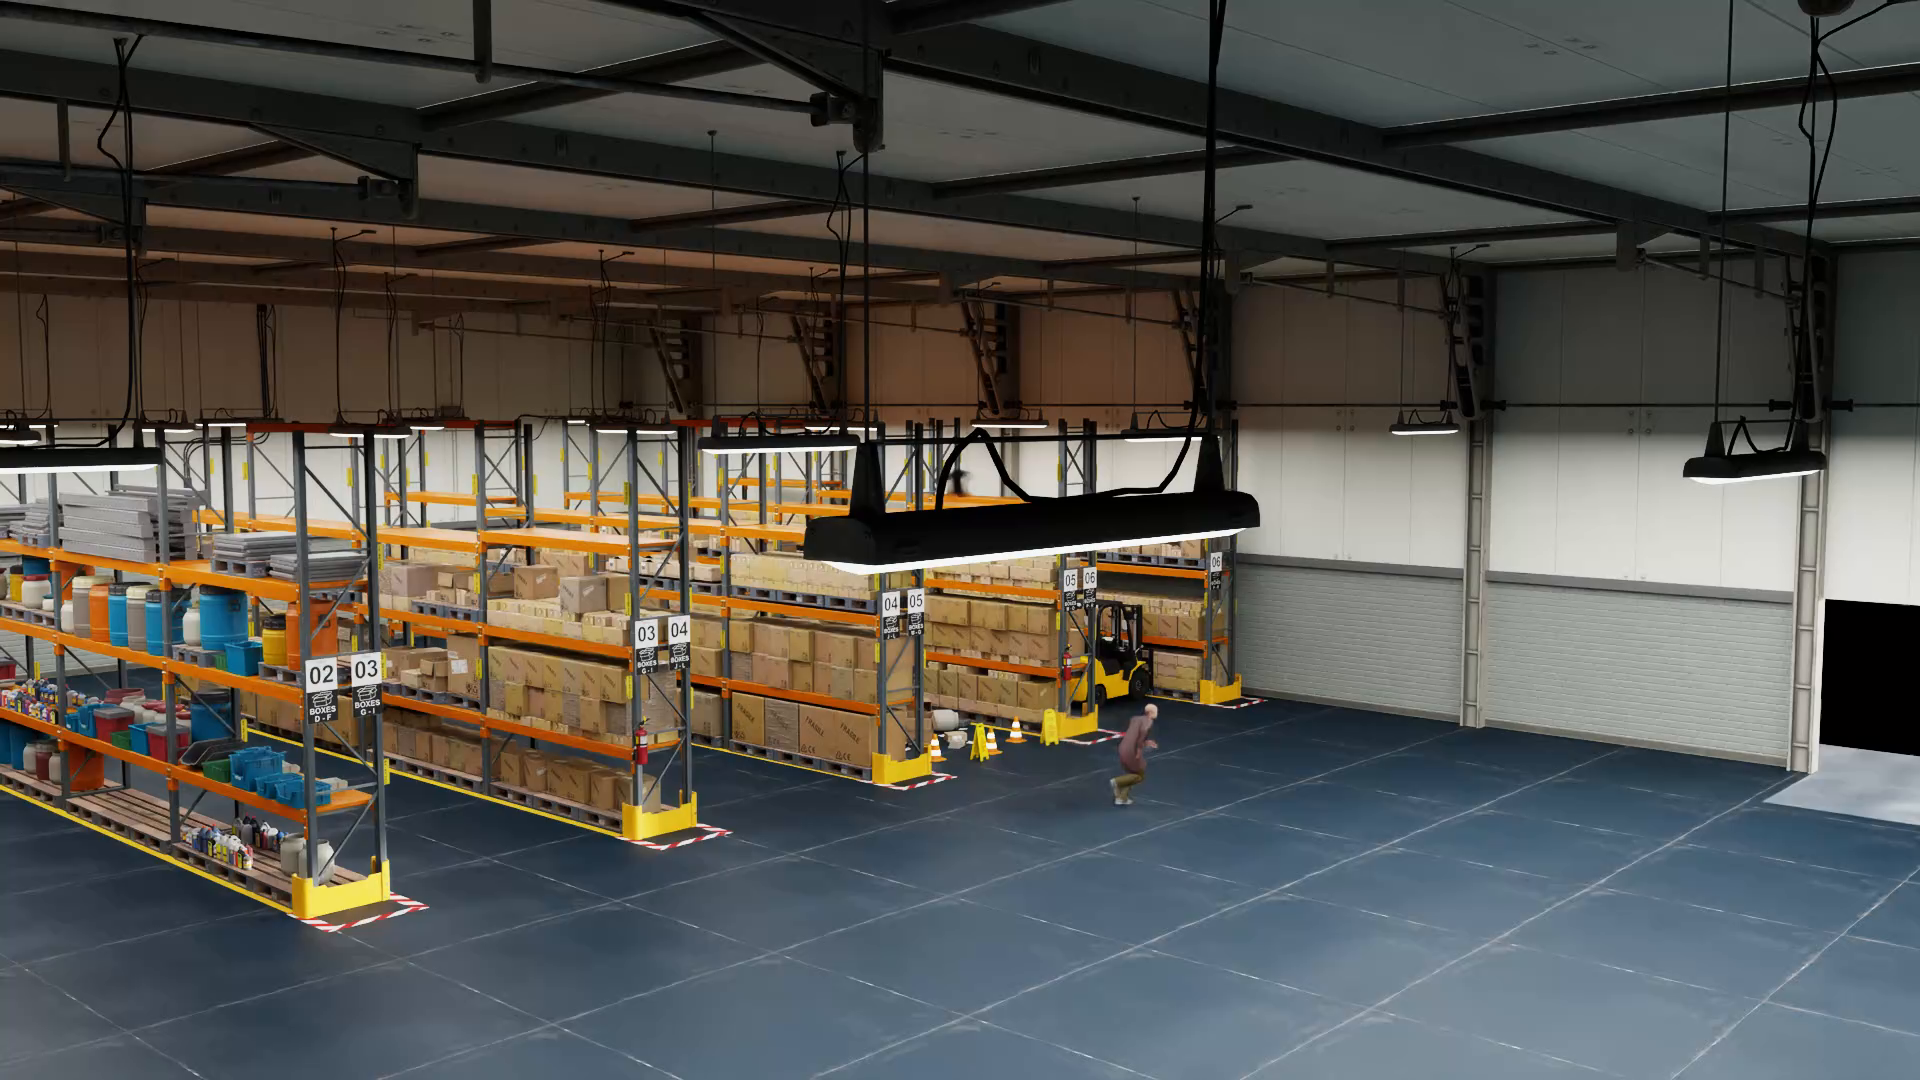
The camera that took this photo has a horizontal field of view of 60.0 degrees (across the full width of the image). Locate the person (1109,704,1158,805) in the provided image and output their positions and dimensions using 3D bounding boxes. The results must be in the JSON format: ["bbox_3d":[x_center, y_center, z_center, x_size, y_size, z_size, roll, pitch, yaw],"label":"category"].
[{"bbox_3d":[2.773,3.401,26.247,0.880,1.593,0.740,-2,5,-19],"label":"person"}]
